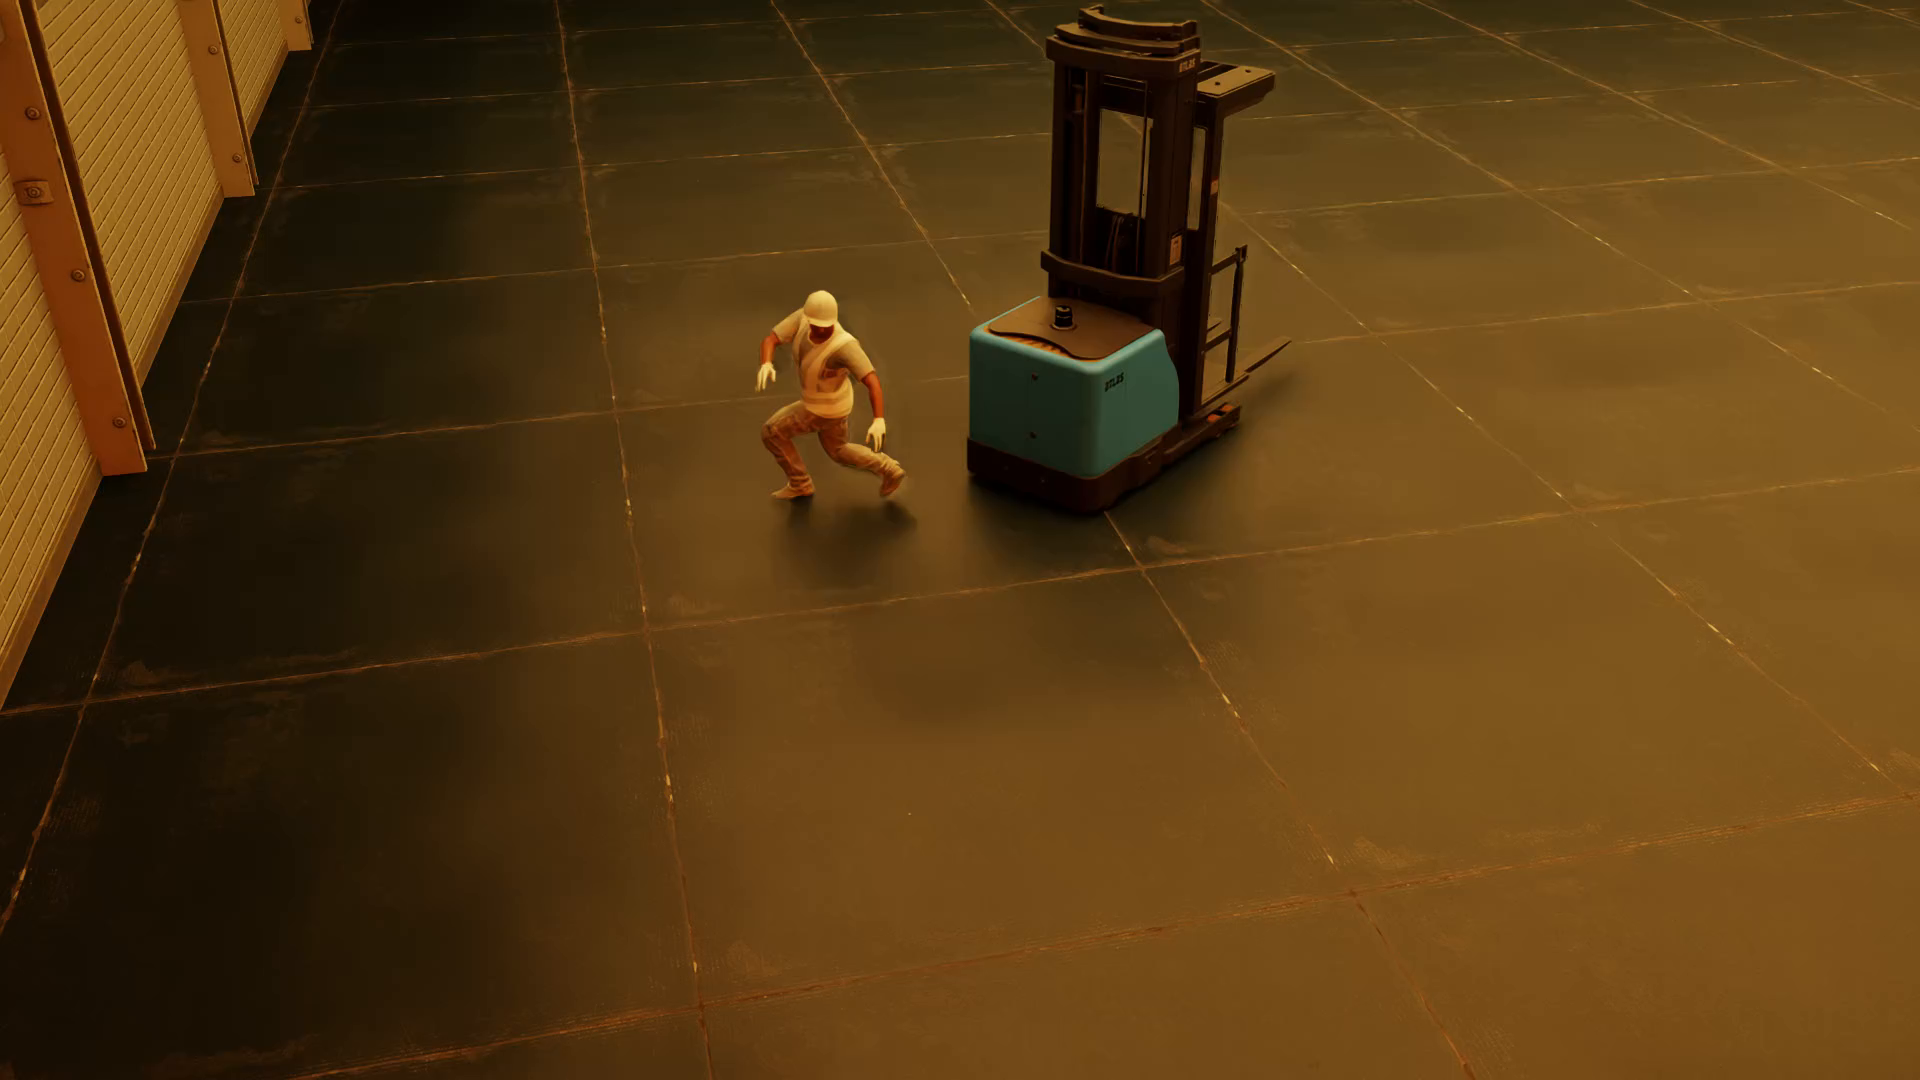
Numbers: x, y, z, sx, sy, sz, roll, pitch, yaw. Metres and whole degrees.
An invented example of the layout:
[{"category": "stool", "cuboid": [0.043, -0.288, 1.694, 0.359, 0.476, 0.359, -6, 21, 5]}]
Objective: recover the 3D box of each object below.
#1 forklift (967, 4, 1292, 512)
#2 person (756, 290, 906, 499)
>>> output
[{"category": "forklift", "cuboid": [1.347, -2.125, 11.245, 1.130, 2.935, 3.031, 21, 36, 32]}, {"category": "person", "cuboid": [-0.819, -0.874, 10.545, 0.939, 1.543, 0.697, 0, 30, 1]}]
